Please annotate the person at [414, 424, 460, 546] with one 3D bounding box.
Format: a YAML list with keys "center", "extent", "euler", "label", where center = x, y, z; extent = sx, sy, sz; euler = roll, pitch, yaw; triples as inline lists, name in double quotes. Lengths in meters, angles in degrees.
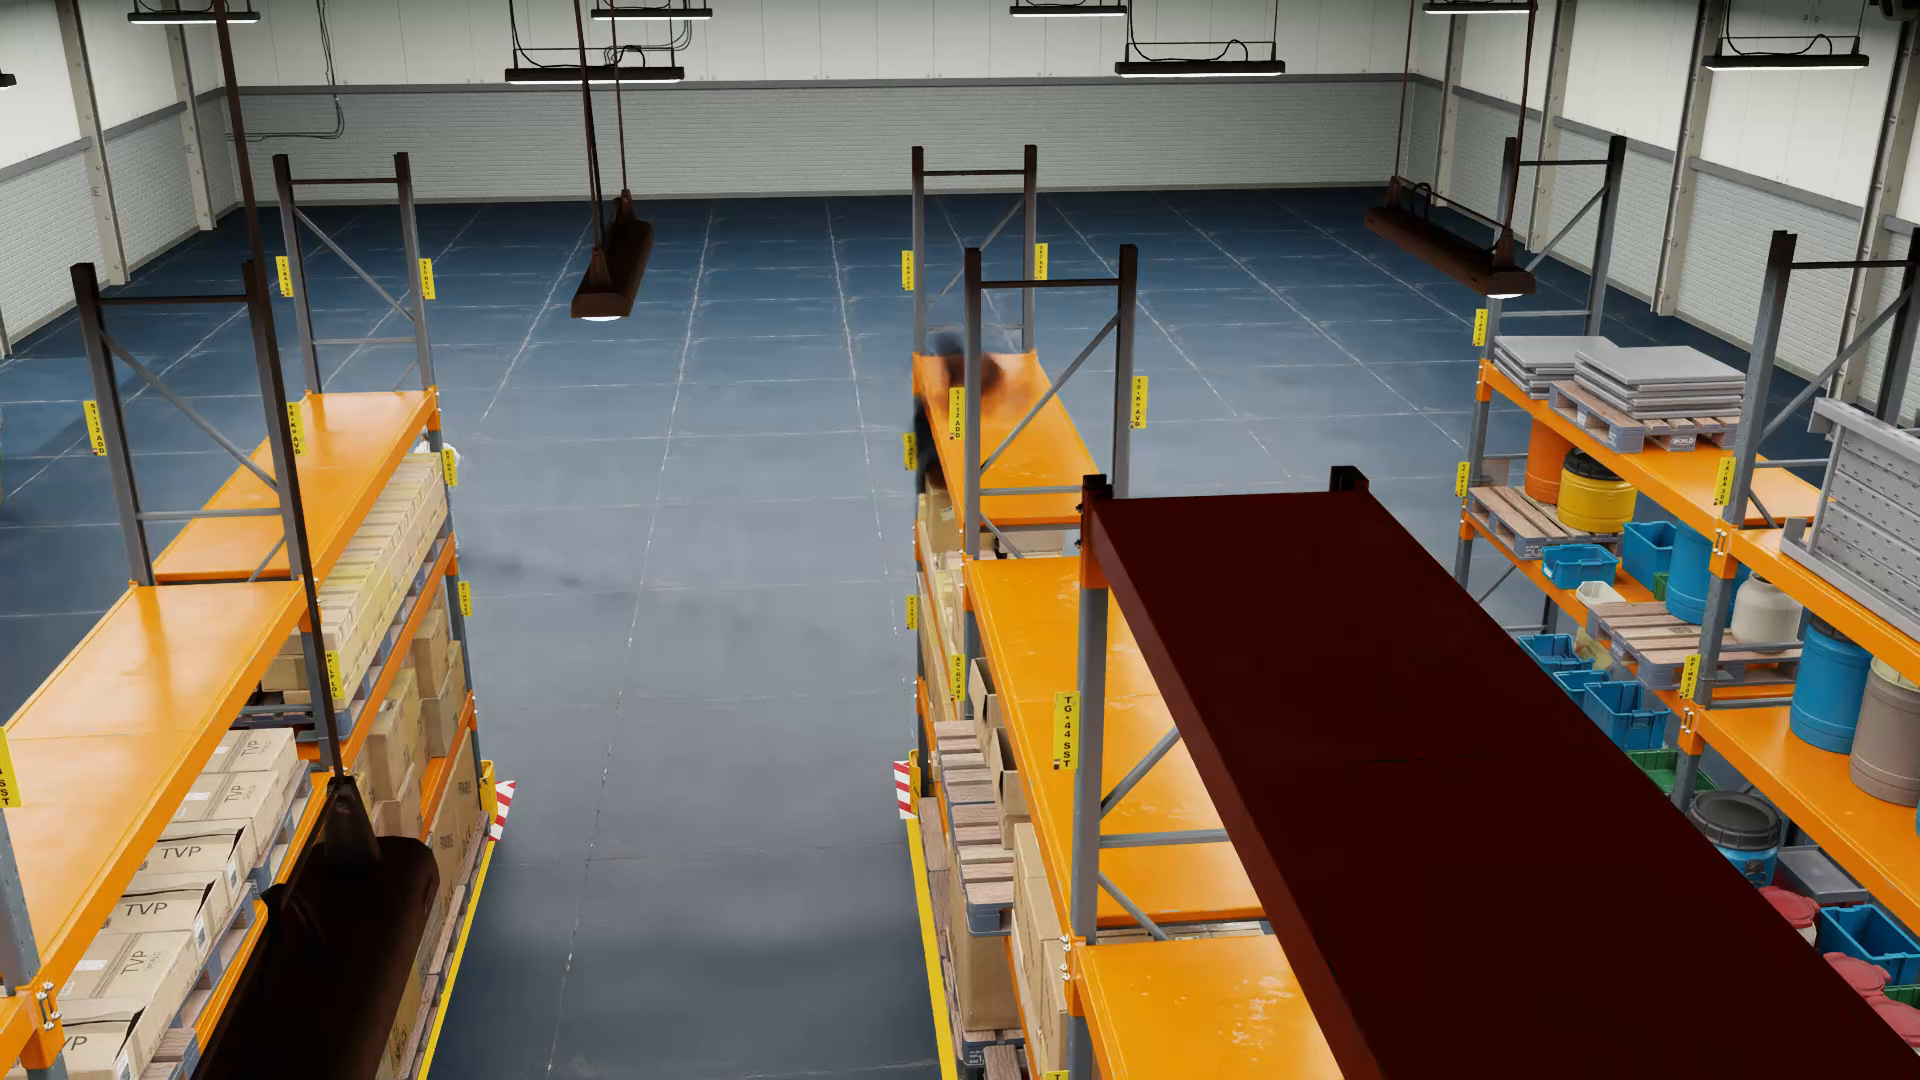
- center: [-6.671, -0.672, 21.046]
  extent: [0.695, 1.753, 0.593]
  euler: [12, 25, 28]
  label: "person"

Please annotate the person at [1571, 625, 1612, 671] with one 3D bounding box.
- center: [6.208, 1.250, 16.281]
  extent: [0.590, 1.645, 0.612]
  euler: [-15, 26, -34]
  label: "person"
